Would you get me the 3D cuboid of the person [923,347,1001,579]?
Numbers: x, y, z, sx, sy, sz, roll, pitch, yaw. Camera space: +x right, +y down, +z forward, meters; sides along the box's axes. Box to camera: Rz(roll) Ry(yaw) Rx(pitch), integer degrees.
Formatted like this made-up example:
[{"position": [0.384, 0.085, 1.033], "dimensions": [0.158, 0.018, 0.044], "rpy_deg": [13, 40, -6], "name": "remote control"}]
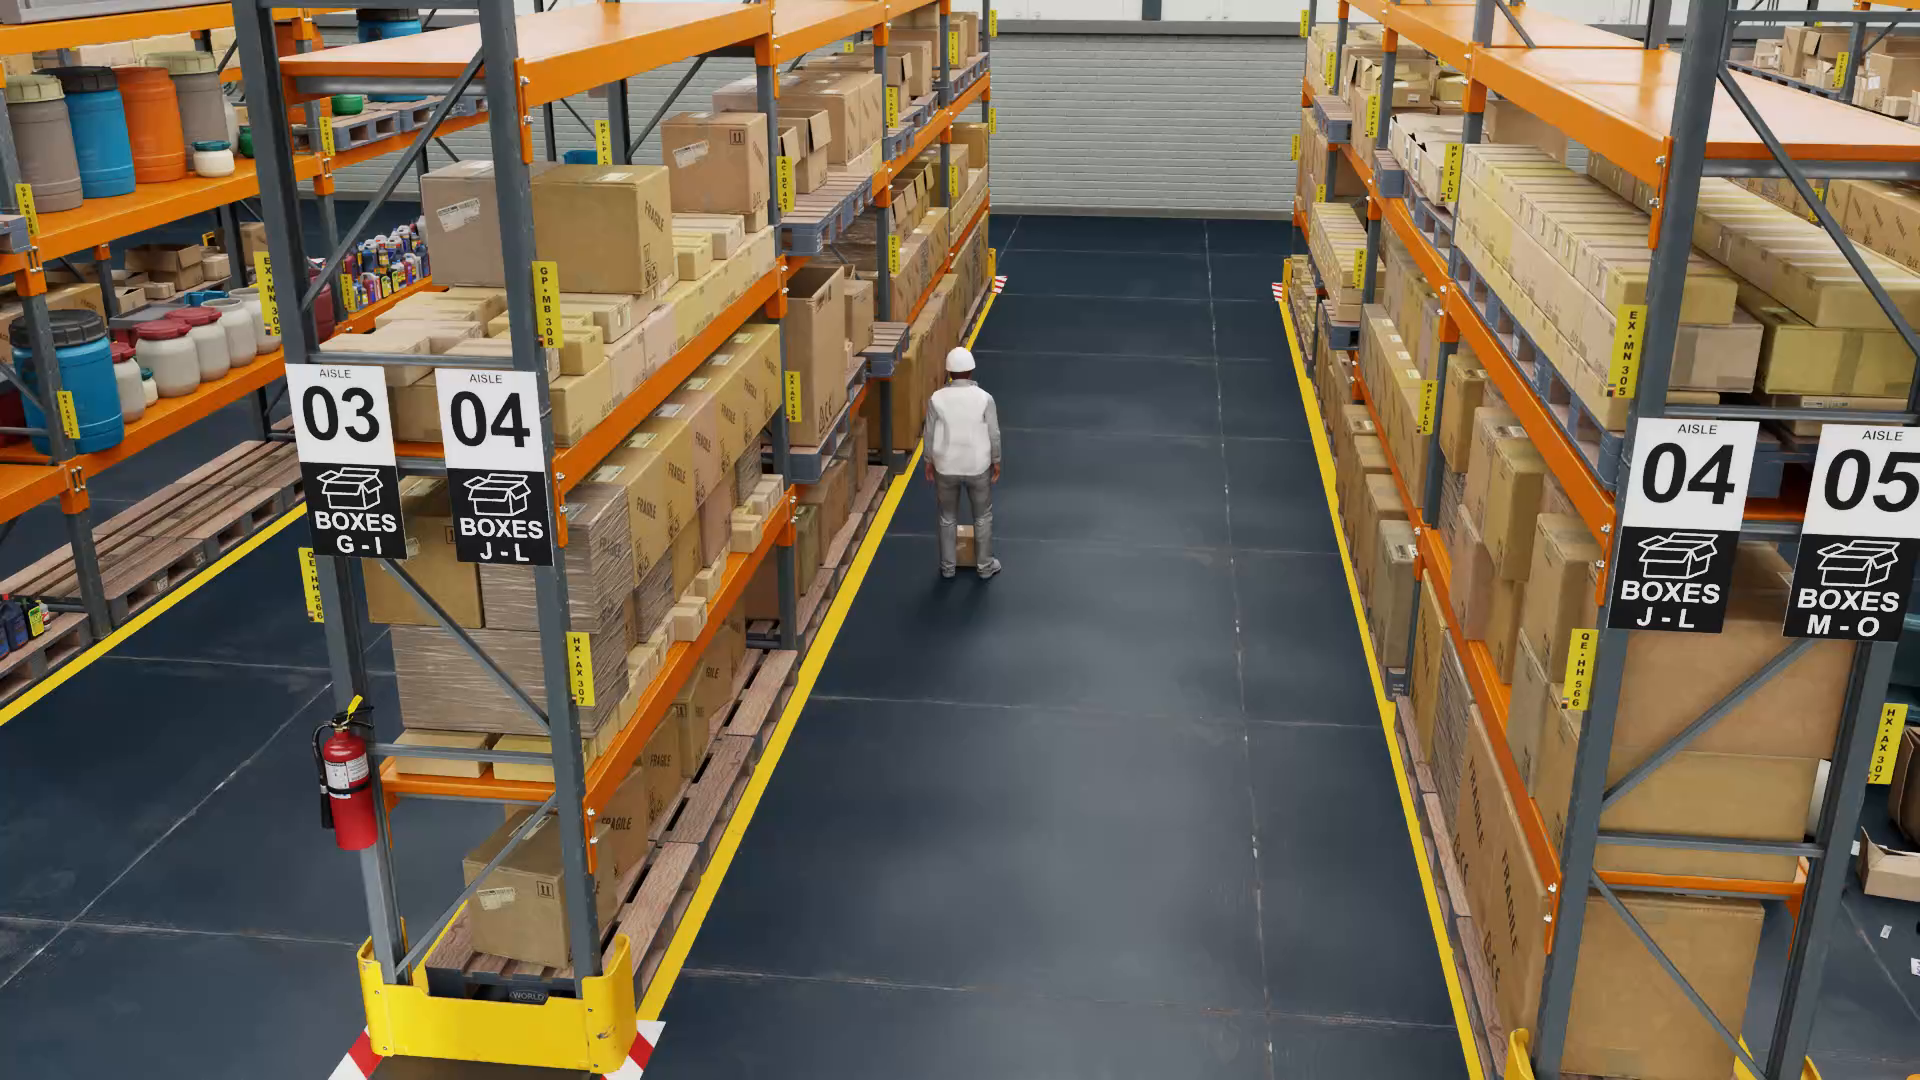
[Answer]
[{"position": [0.018, -0.573, 12.535], "dimensions": [0.593, 1.773, 0.457], "rpy_deg": [1, 21, 4], "name": "person"}]
